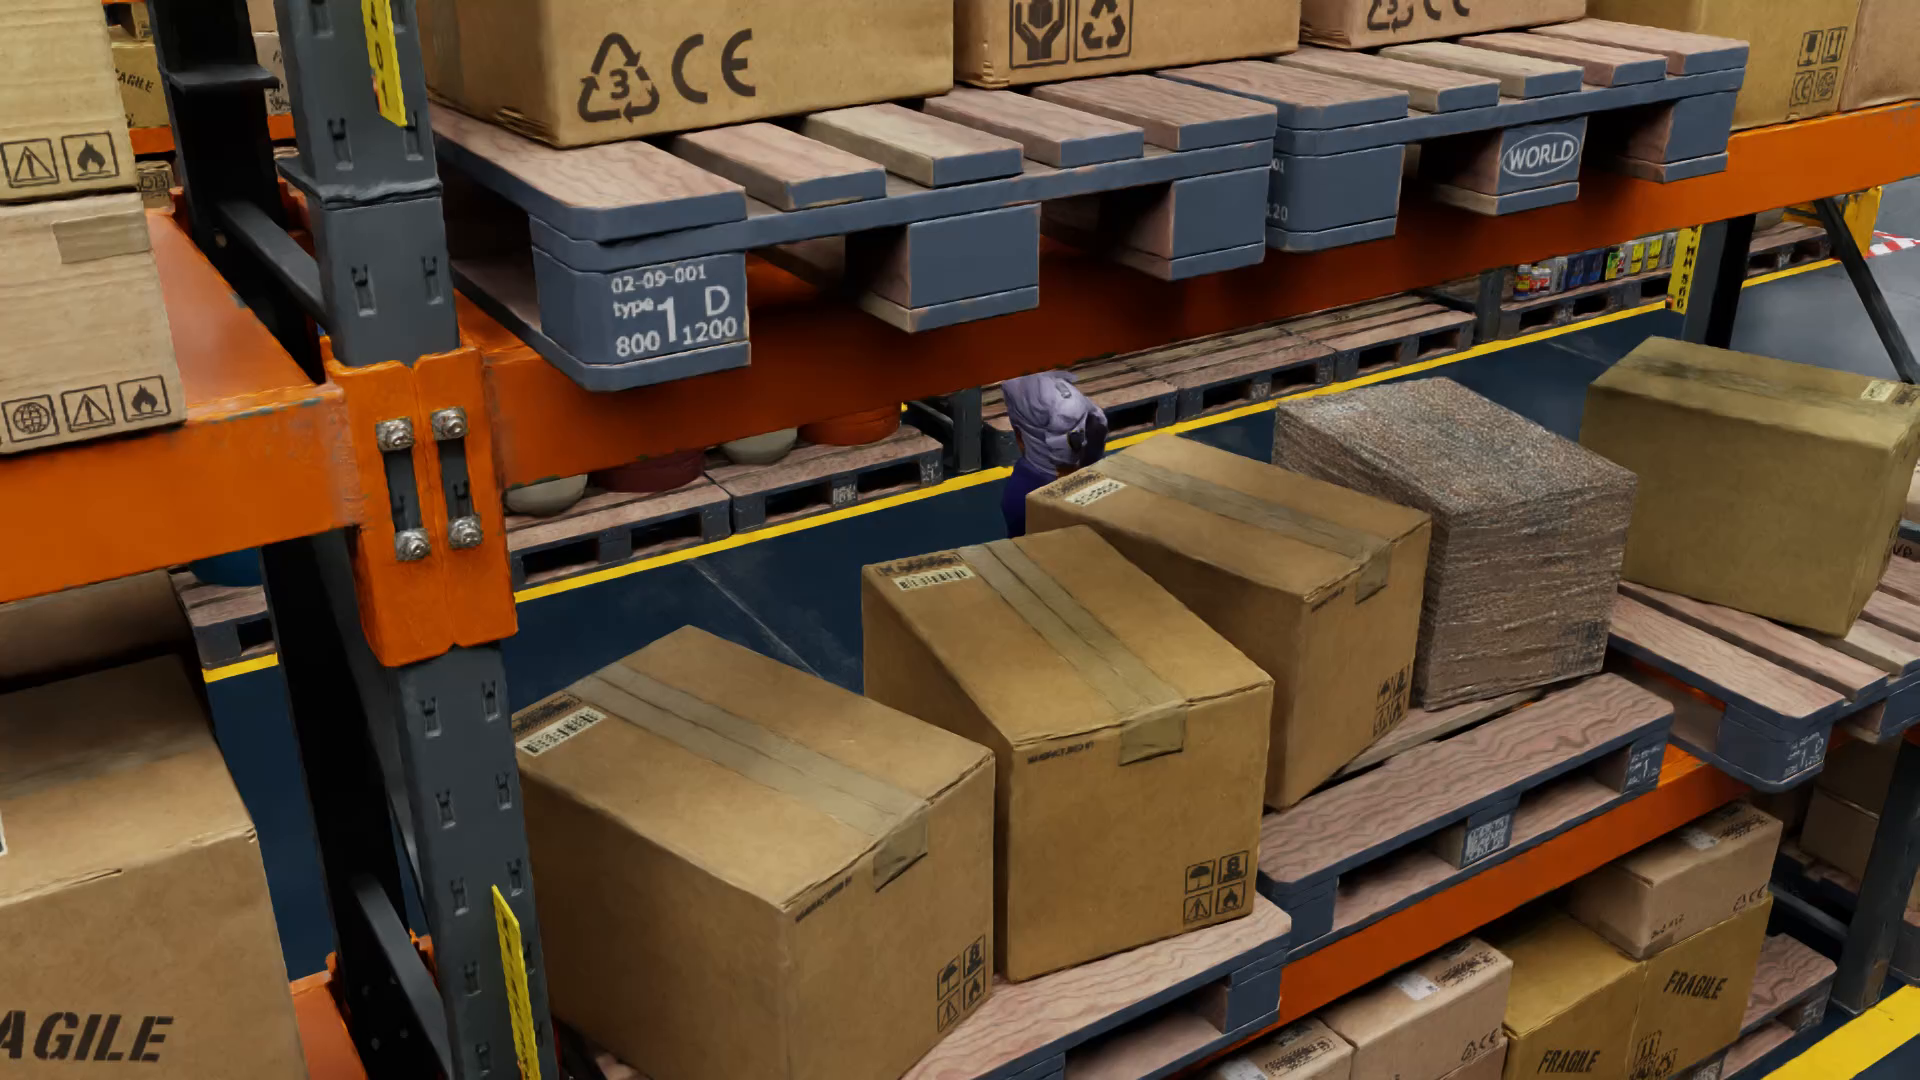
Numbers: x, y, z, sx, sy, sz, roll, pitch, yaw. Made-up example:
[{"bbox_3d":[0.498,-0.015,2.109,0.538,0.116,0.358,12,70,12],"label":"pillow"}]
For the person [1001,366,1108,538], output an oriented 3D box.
[{"bbox_3d":[0.400,-0.137,6.423,0.838,1.600,0.476,-17,30,-32],"label":"person"}]
